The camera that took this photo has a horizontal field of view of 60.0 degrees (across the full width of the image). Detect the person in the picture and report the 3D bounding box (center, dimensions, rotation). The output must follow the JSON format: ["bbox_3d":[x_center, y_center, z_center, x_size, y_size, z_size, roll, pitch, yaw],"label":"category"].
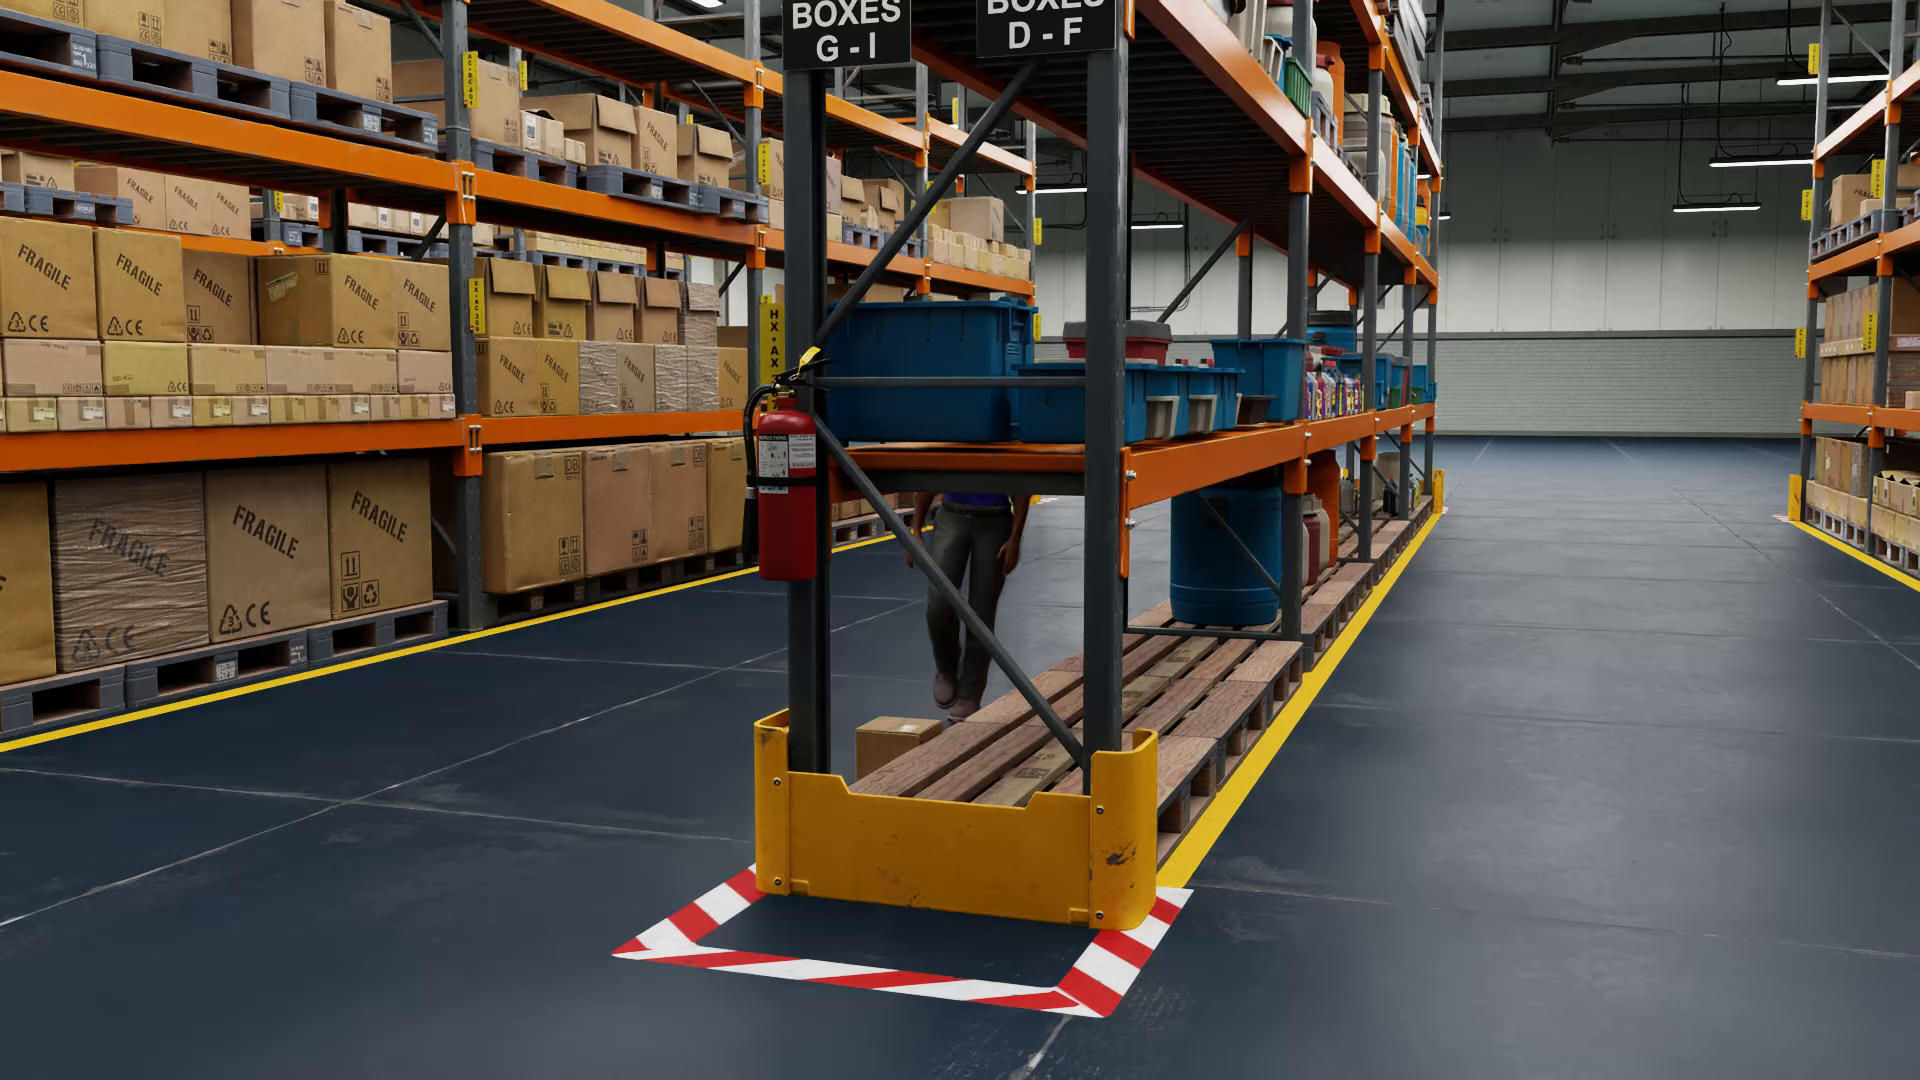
[{"bbox_3d":[0.042,-0.021,7.337,0.553,1.648,0.465,1,5,6],"label":"person"}]
